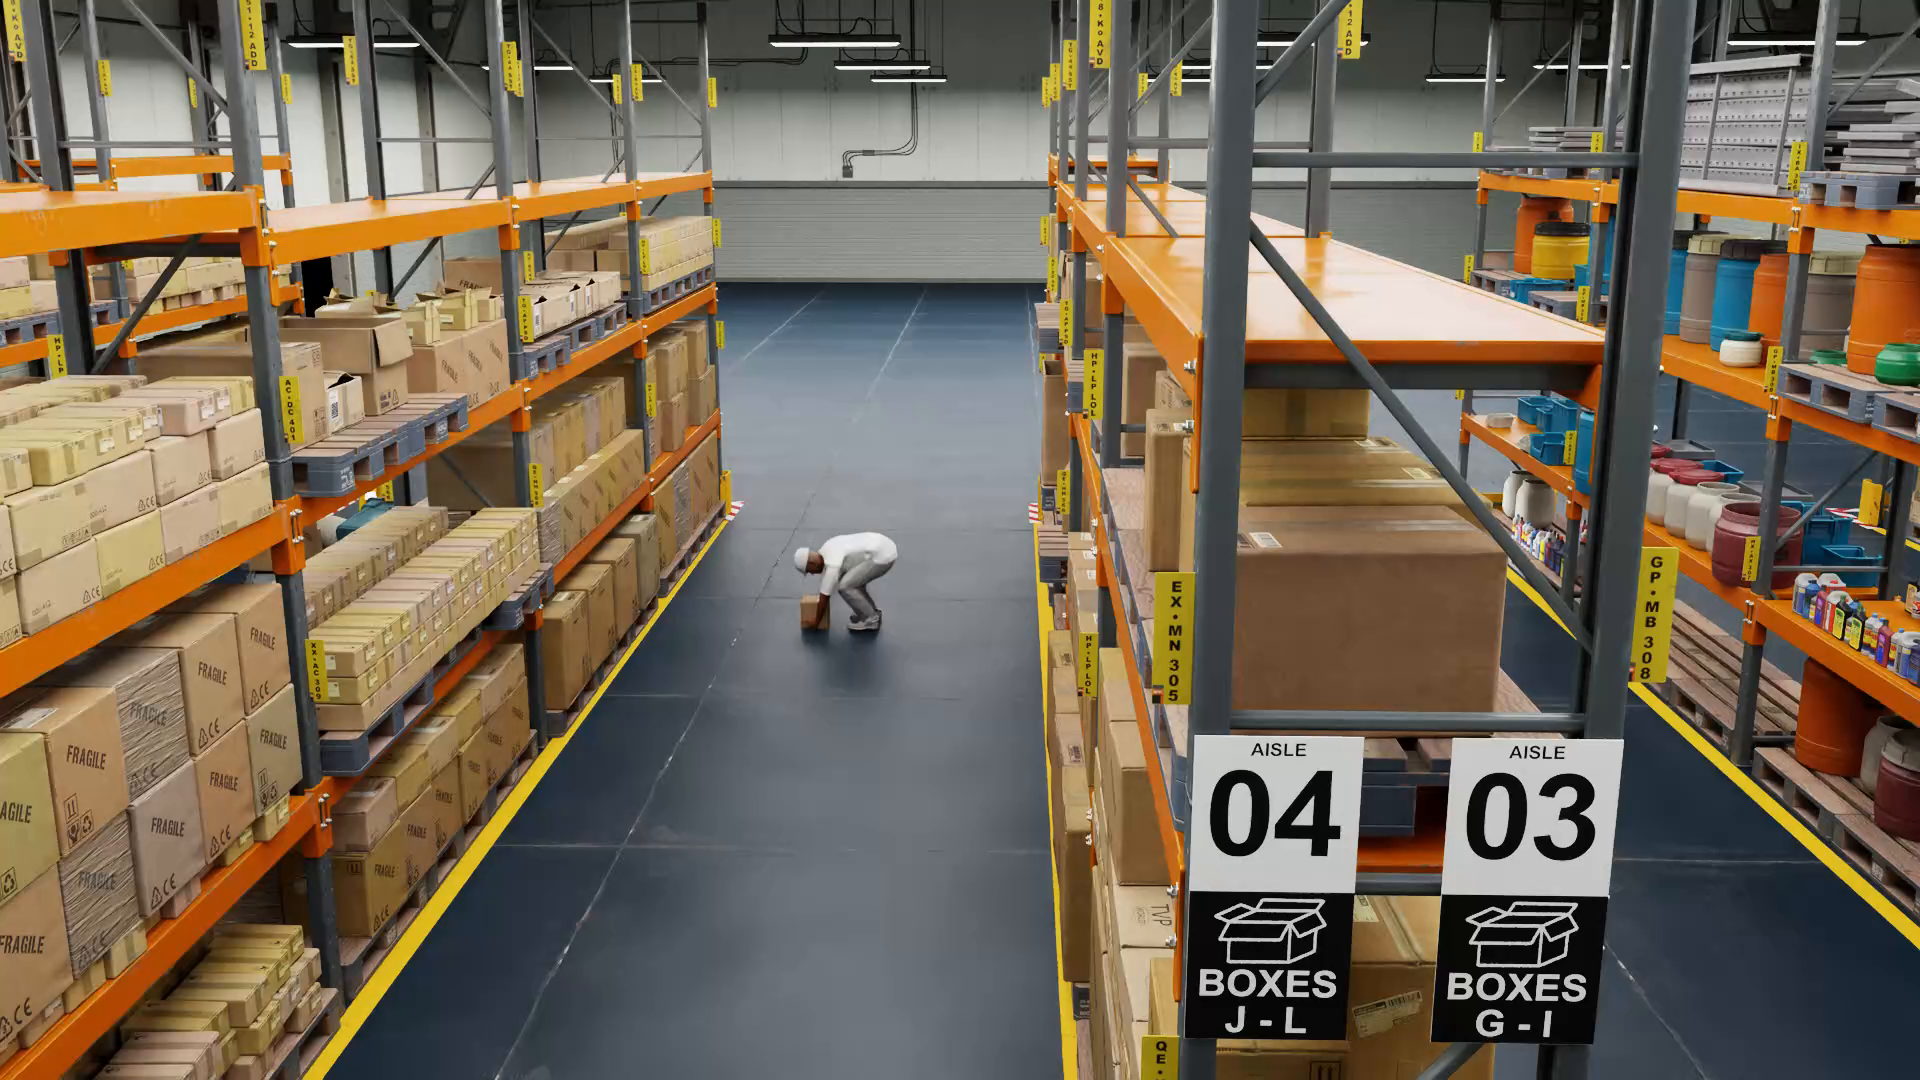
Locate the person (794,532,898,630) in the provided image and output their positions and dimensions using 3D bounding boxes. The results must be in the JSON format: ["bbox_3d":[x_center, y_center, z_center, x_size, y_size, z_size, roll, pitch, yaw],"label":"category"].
[{"bbox_3d":[-1.075,0.385,15.716,0.977,0.907,0.511,0,14,-1],"label":"person"}]
